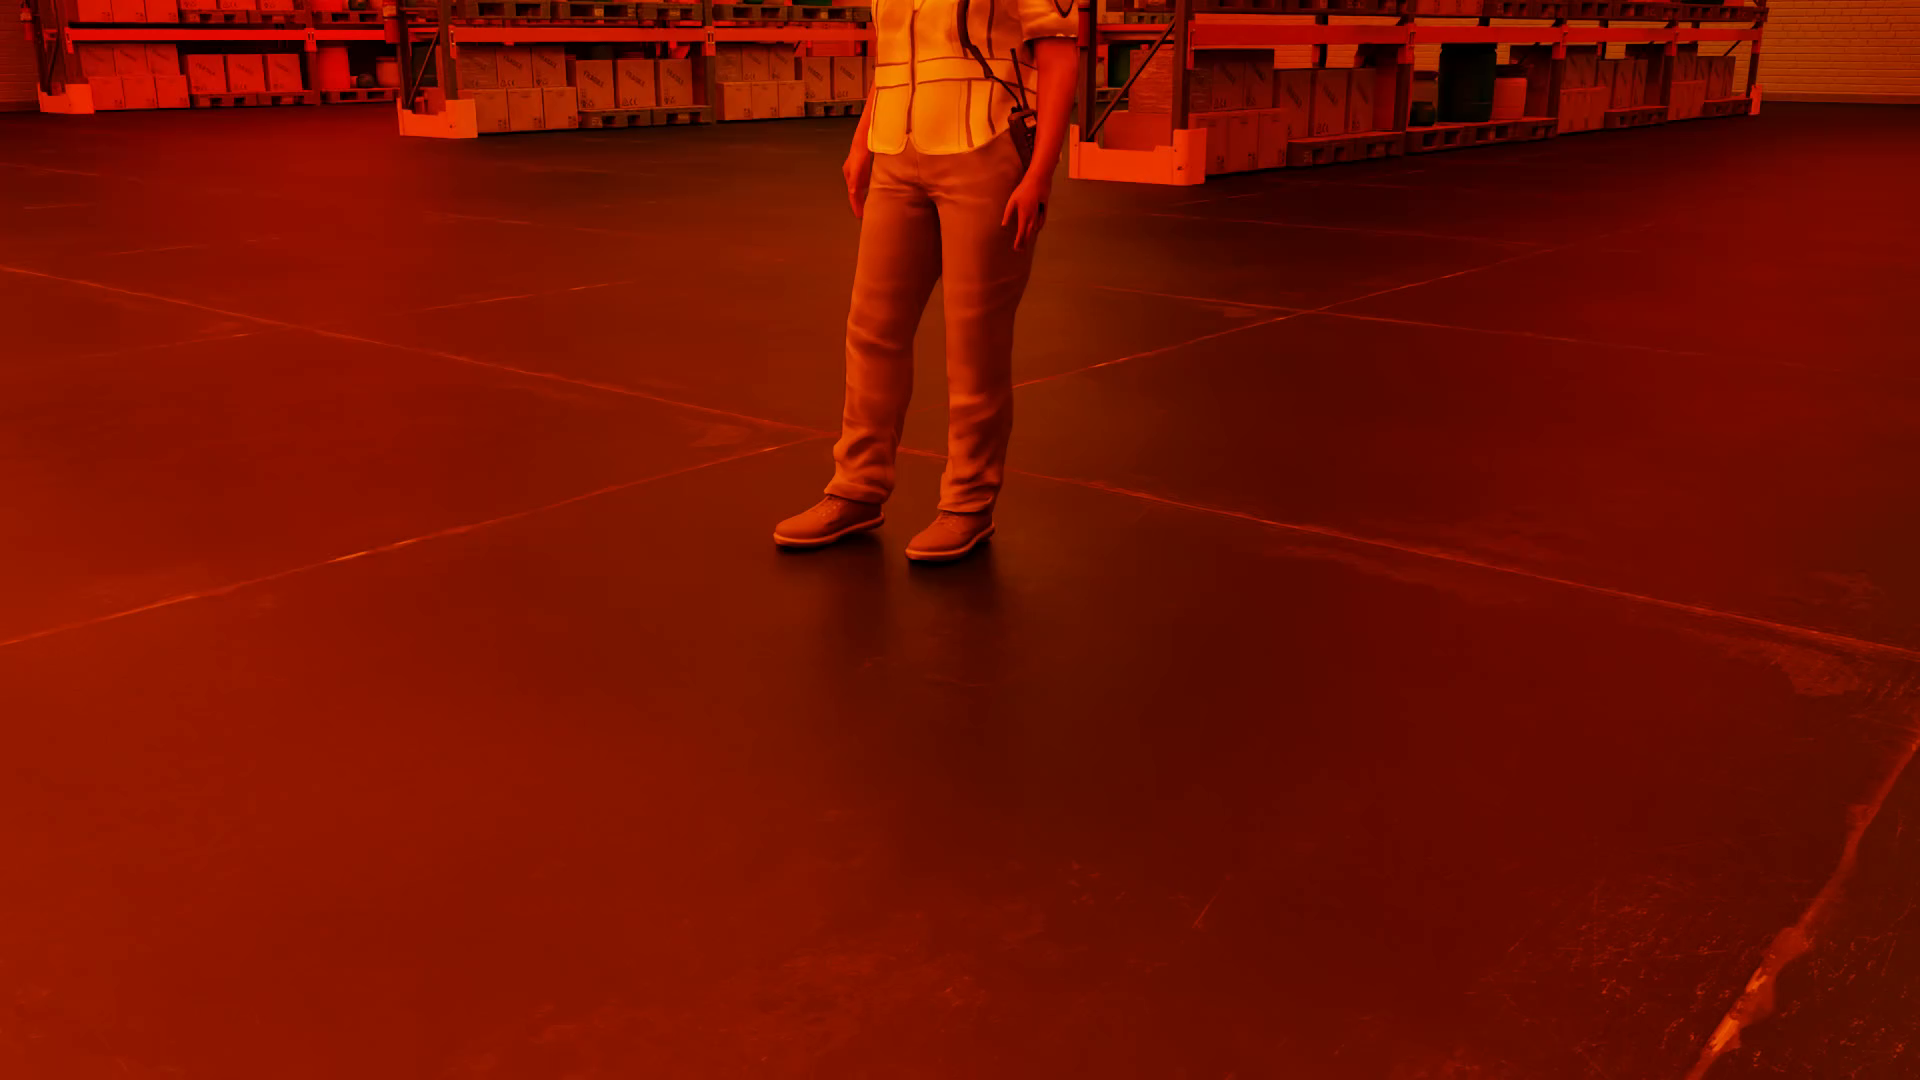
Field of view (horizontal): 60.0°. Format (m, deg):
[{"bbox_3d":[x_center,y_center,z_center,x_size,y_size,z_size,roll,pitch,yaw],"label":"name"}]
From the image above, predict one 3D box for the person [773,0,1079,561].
[{"bbox_3d":[-0.066,-0.792,3.655,0.598,1.670,0.529,13,21,37],"label":"person"}]
